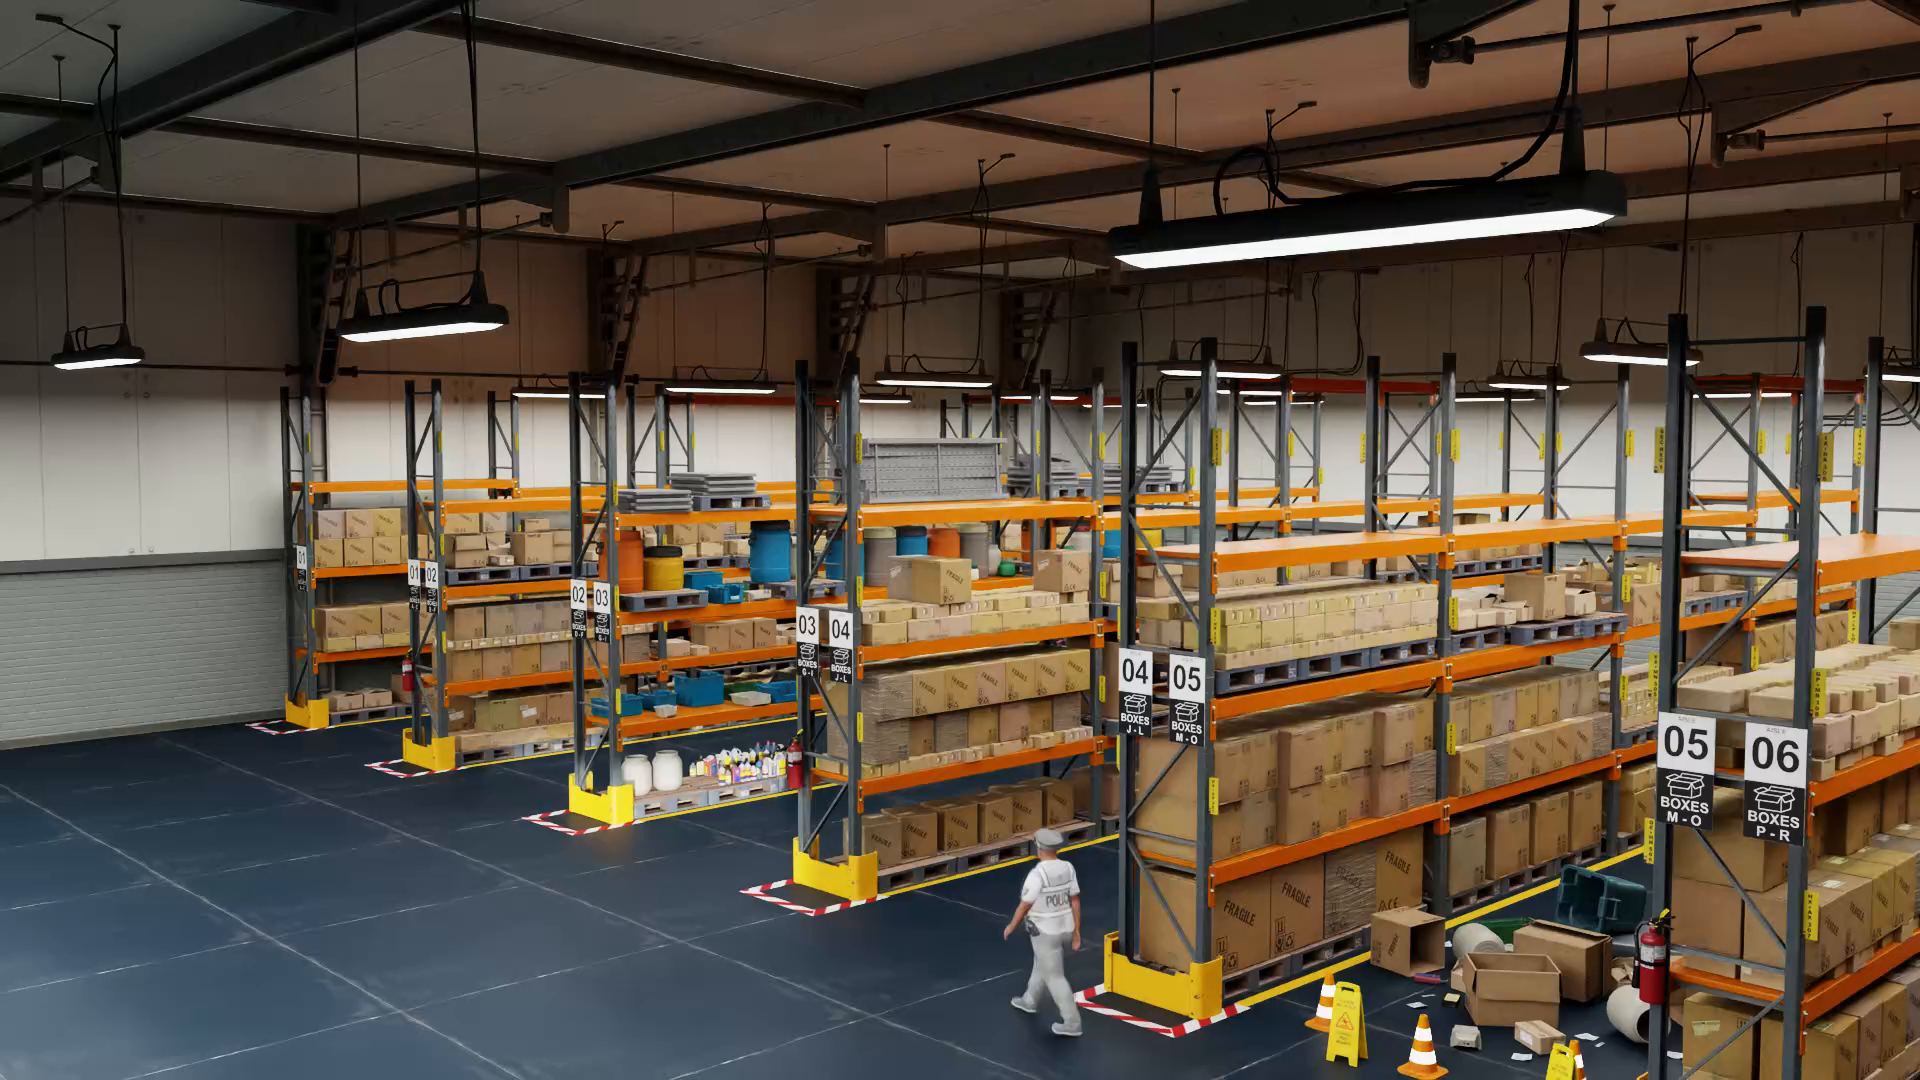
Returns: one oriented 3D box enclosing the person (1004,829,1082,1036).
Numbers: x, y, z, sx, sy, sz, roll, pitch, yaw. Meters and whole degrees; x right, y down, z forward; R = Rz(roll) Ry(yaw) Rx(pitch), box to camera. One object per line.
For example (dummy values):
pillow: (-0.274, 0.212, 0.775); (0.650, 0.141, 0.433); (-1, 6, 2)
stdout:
person: (0.700, 3.357, 14.419); (0.958, 1.727, 0.570); (3, 5, 38)
